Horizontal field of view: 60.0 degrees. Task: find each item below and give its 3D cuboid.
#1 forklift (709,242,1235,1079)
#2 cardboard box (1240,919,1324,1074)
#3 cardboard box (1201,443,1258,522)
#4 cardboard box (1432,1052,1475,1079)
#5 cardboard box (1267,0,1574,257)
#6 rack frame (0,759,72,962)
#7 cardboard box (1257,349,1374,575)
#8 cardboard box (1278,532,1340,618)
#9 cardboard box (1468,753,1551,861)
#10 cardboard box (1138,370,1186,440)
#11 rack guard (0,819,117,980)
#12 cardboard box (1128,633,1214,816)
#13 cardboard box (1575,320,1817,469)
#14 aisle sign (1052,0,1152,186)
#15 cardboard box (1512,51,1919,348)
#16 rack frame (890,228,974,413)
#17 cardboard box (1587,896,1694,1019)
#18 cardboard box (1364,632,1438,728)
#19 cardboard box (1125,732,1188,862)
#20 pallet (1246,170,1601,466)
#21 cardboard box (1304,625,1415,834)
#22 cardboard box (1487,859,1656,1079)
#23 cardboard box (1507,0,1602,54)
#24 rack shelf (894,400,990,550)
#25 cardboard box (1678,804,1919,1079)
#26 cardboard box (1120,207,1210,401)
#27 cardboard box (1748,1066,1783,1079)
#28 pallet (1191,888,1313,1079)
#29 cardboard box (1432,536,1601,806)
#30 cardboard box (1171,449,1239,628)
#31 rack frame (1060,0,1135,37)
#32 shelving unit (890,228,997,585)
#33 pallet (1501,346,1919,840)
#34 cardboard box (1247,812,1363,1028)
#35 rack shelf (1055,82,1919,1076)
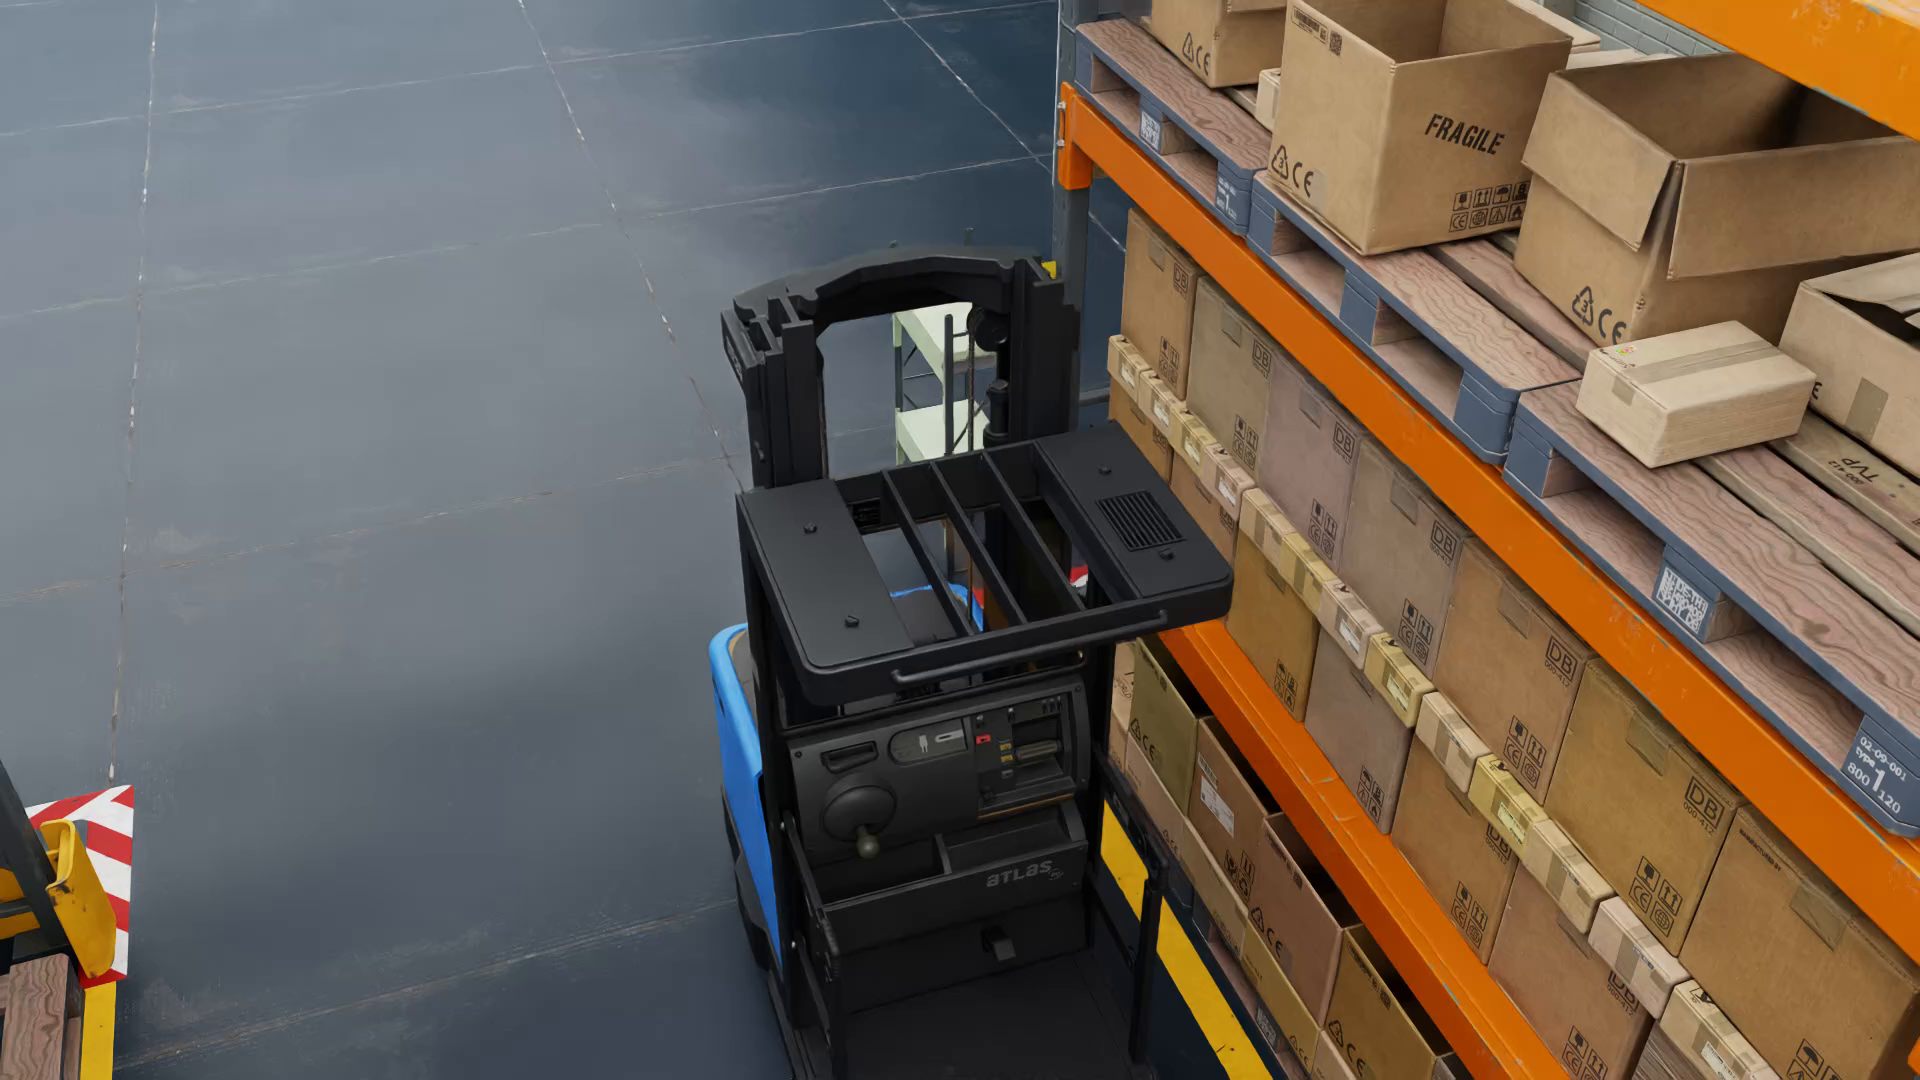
[{"bbox_3d":[0.023,0.761,4.865,1.130,2.935,3.031,-12,39,-15],"label":"forklift"},{"bbox_3d":[1.320,1.505,5.756,0.500,0.250,0.500,-12,39,-16],"label":"cardboard box"},{"bbox_3d":[1.025,-0.222,5.490,0.380,0.149,0.250,-13,39,-17],"label":"cardboard box"},{"bbox_3d":[1.680,1.767,4.785,0.500,0.500,0.500,-12,39,-16],"label":"cardboard box"},{"bbox_3d":[1.144,-1.089,4.222,0.500,0.500,0.500,-12,39,-16],"label":"cardboard box"},{"bbox_3d":[-3.823,0.401,5.285,1.000,3.000,0.127,-12,39,-16],"label":"rack frame"},{"bbox_3d":[1.357,-0.304,5.059,0.700,0.500,0.500,-12,39,-16],"label":"cardboard box"},{"bbox_3d":[1.207,0.072,5.100,0.380,0.149,0.250,-13,39,-17],"label":"cardboard box"},{"bbox_3d":[1.563,0.654,4.327,0.380,0.149,0.250,-13,39,-16],"label":"cardboard box"},{"bbox_3d":[0.856,-0.507,5.868,0.380,0.149,0.250,-13,39,-17],"label":"cardboard box"},{"bbox_3d":[-3.752,1.433,5.993,1.175,0.500,0.348,-12,39,-16],"label":"rack guard"},{"bbox_3d":[0.979,0.640,6.281,0.500,0.500,0.500,-12,39,-16],"label":"cardboard box"},{"bbox_3d":[1.534,-0.309,3.478,0.380,0.149,0.250,-12,39,-16],"label":"cardboard box"},{"bbox_3d":[0.519,-1.635,5.827,0.394,0.787,0.004,-12,39,-16],"label":"aisle sign"},{"bbox_3d":[1.758,-0.782,3.811,0.797,0.503,0.637,-8,38,-11],"label":"cardboard box"},{"bbox_3d":[-0.128,-0.810,8.139,0.400,1.500,0.023,-12,39,-16],"label":"rack frame"},{"bbox_3d":[1.736,0.941,3.945,0.380,0.149,0.250,-14,39,-17],"label":"cardboard box"},{"bbox_3d":[1.382,0.362,4.715,0.380,0.149,0.250,-11,38,-14],"label":"cardboard box"},{"bbox_3d":[0.981,0.939,6.507,0.500,0.250,0.500,-12,39,-16],"label":"cardboard box"},{"bbox_3d":[1.472,-0.690,4.314,1.003,0.211,1.213,-12,39,-16],"label":"pallet"},{"bbox_3d":[1.514,0.478,5.100,0.700,0.500,0.500,-11,38,-15],"label":"cardboard box"},{"bbox_3d":[1.860,1.051,4.338,0.700,0.500,0.500,-13,39,-16],"label":"cardboard box"},{"bbox_3d":[1.473,-1.388,4.827,0.500,0.250,0.500,-12,39,-16],"label":"cardboard box"},{"bbox_3d":[-0.002,-0.342,8.060,0.431,0.370,0.720,-12,39,-16],"label":"rack shelf"},{"bbox_3d":[2.047,0.830,3.554,0.700,0.500,0.500,-12,39,-16],"label":"cardboard box"},{"bbox_3d":[0.996,-0.884,5.830,0.700,0.500,0.500,-12,39,-16],"label":"cardboard box"},{"bbox_3d":[1.911,1.229,3.564,0.380,0.149,0.250,-12,39,-16],"label":"cardboard box"},{"bbox_3d":[1.548,1.603,6.007,1.003,0.211,1.213,-12,39,-16],"label":"pallet"},{"bbox_3d":[1.701,0.261,4.309,0.700,0.500,0.500,-12,39,-16],"label":"cardboard box"},{"bbox_3d":[1.163,-0.100,5.867,0.700,0.500,0.500,-11,38,-15],"label":"cardboard box"},{"bbox_3d":[0.830,-3.019,4.839,1.000,3.000,0.127,-12,39,-16],"label":"rack frame"},{"bbox_3d":[-0.002,-0.603,7.864,0.431,1.500,0.755,-12,39,-16],"label":"shelving unit"},{"bbox_3d":[1.888,-0.002,3.400,1.003,0.211,1.213,-12,39,-16],"label":"pallet"},{"bbox_3d":[1.319,1.206,5.530,0.500,0.500,0.500,-12,39,-16],"label":"cardboard box"},{"bbox_3d":[1.518,-0.403,4.458,1.077,0.370,4.000,-12,39,-16],"label":"rack shelf"}]
